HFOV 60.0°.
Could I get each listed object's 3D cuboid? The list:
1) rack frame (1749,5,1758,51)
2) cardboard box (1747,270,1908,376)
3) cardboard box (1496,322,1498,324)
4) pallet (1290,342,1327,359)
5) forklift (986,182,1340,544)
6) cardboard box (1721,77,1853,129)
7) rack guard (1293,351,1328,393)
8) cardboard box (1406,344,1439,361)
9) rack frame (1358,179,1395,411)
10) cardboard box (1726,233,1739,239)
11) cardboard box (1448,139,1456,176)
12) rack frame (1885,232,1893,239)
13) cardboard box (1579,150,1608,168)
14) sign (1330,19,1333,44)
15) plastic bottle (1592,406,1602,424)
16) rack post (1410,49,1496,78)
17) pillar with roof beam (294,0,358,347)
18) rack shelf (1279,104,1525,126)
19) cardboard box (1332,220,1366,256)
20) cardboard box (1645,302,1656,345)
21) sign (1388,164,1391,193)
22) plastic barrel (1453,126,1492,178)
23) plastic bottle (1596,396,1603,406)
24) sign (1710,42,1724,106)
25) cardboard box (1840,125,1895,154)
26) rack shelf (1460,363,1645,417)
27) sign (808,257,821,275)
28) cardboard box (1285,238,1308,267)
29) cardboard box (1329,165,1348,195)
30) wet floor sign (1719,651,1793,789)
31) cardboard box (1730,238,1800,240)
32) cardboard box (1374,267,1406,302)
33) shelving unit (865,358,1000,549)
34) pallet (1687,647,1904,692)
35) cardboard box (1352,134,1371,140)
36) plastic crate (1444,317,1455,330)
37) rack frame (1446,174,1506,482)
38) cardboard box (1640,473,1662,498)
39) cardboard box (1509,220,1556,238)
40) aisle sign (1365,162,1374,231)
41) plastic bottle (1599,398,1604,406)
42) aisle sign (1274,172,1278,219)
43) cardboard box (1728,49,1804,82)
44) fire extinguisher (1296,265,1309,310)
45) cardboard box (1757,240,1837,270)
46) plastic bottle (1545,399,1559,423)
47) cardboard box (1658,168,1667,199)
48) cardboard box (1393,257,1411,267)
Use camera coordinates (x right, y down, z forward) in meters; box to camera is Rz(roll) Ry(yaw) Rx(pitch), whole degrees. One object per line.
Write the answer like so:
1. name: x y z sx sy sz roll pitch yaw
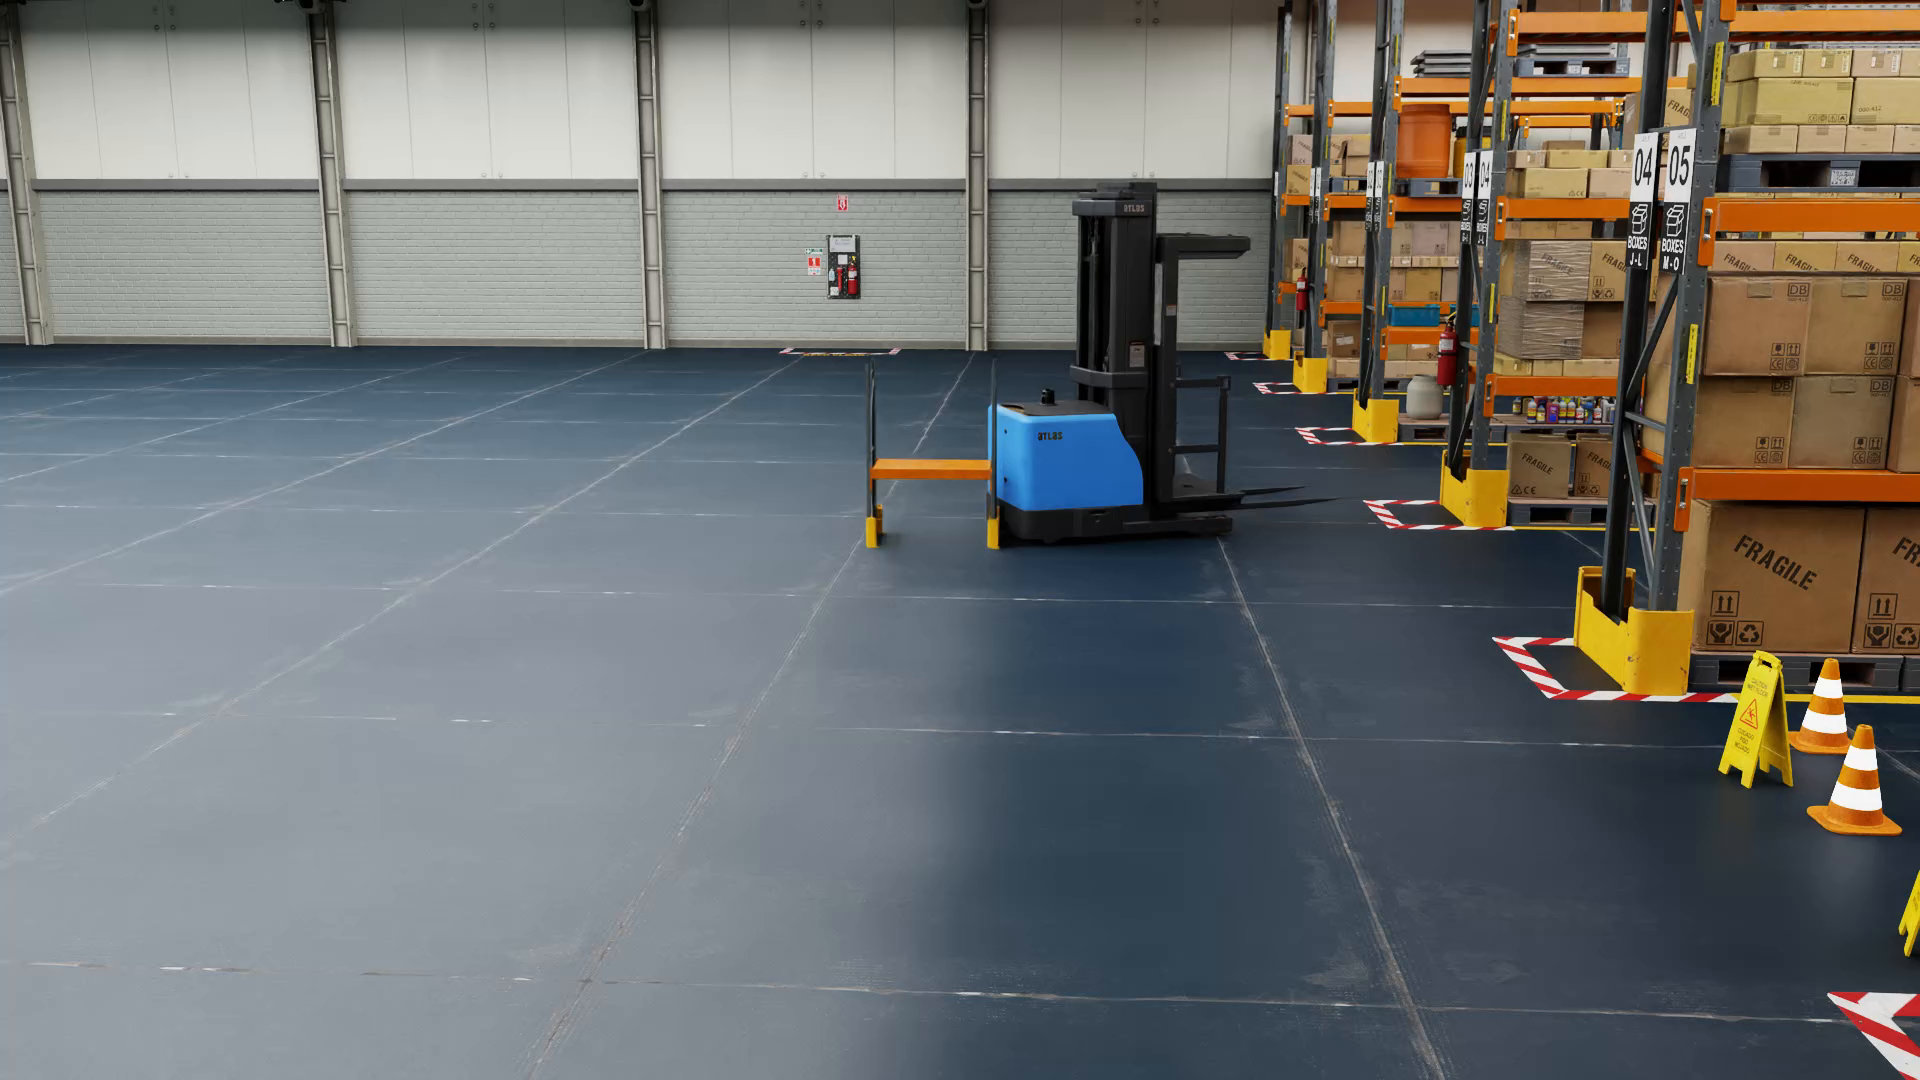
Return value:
1. rack frame: 13.523 -7.561 28.105 0.127 3.000 1.000 1 12 4
2. cardboard box: 5.038 -1.287 9.758 0.550 0.550 0.875 1 12 4
3. cardboard box: 7.765 -2.978 24.706 0.500 0.500 0.500 1 12 4
4. pallet: 6.425 -3.350 29.435 1.213 0.211 1.003 1 12 4
5. forklift: 1.802 -1.556 14.219 3.031 2.935 1.130 -4 12 -17
6. cardboard box: 4.580 -2.422 9.235 0.500 0.250 0.500 1 12 4
7. rack guard: 5.190 -2.499 24.662 0.348 0.500 1.175 1 12 4
8. cardboard box: 6.732 -2.885 24.263 0.500 0.500 0.500 1 12 4
9. rack frame: 4.879 -2.710 19.567 0.127 3.000 1.000 1 12 4
10. cardboard box: 13.177 -5.205 28.591 0.250 0.149 0.380 -1 12 -4
11. cardboard box: 6.852 -5.435 23.654 0.500 0.500 0.500 1 12 4
12. rack frame: 13.196 -3.613 23.884 0.053 2.616 0.949 1 12 4
13. cardboard box: 5.320 -3.235 14.146 0.250 0.149 0.380 1 12 3
14. sign: 5.170 -7.080 23.137 0.005 0.325 0.100 1 12 4
15. plastic bottle: 7.413 -1.457 19.337 0.097 0.201 0.097 0 12 0
16. rack post: 5.625 -5.365 18.830 0.954 0.300 0.937 2 12 10
17. pillar with roof beam: -11.950 -7.204 26.400 0.548 9.000 9.100 1 12 4
18. rack shelf: 7.536 -7.289 28.571 4.000 0.370 1.077 1 12 4
19. cardboard box: 5.731 -4.396 24.215 0.500 0.500 0.700 1 12 4
20. cardboard box: 6.098 -1.882 14.636 0.500 0.500 0.875 1 12 4
21. sign: 4.838 -4.070 18.722 0.005 0.325 0.100 1 12 4
22. plastic barrel: 6.025 -4.486 19.247 0.600 0.588 0.600 0 12 0
23. plastic bottle: 7.742 -1.650 20.060 0.133 0.283 0.061 1 12 6
24. sign: 4.072 -2.508 8.946 0.005 0.325 0.100 1 12 4
25. cardboard box: 4.940 -2.209 9.189 0.250 0.149 0.380 1 12 4
26. rack shelf: 6.543 -1.319 14.673 4.000 0.370 1.077 1 12 4
27. sign: -2.698 -5.071 30.766 0.234 0.329 0.001 1 12 4
28. cardboard box: 6.025 -5.074 29.356 0.500 0.500 0.500 1 12 3
29. cardboard box: 6.391 -6.191 28.587 0.500 0.500 0.500 2 12 8
30. wet floor sign: 3.954 0.870 8.202 0.232 0.644 0.267 -1 12 -6
31. cardboard box: 7.109 -2.399 14.667 0.500 0.500 0.500 1 12 4
32. cardboard box: 6.203 -3.756 24.321 0.500 0.500 0.700 1 12 5
33. shelving unit: -0.216 -0.723 13.733 1.083 1.500 0.587 1 12 3
34. pallet: 4.919 0.674 10.202 1.213 0.211 1.003 1 12 4
35. cardboard box: 6.918 -6.673 28.454 0.500 0.500 0.500 1 12 5
36. plastic crate: 5.750 -2.503 19.221 0.250 0.136 0.298 1 12 4
37. rack frame: 4.548 -1.698 14.730 0.127 3.000 1.000 1 12 4
38. cardboard box: 6.392 -0.655 14.820 0.500 0.500 0.500 2 12 9
39. cardboard box: 8.257 -4.363 24.054 0.500 0.500 0.700 1 12 4
40. aisle sign: 4.827 -4.044 19.596 0.004 0.787 0.394 1 12 4
41. plastic bottle: 7.539 -1.523 19.451 0.133 0.283 0.061 1 12 4
42. aisle sign: 5.449 -5.946 28.688 0.004 0.787 0.394 1 12 4
43. cardboard box: 4.427 -2.607 9.143 0.250 0.149 0.380 1 12 4
44. fire extinguisher: 5.127 -3.781 24.874 0.183 0.674 0.296 1 12 4
45. cardboard box: 7.074 -2.291 14.151 0.500 0.500 0.500 1 12 4
46. plastic bottle: 6.892 -1.500 19.345 0.133 0.283 0.061 1 12 5
47. cardboard box: 6.020 -3.020 14.090 0.500 0.250 0.500 1 12 4
48. cardboard box: 6.355 -4.028 24.041 0.250 0.149 0.380 1 12 3
